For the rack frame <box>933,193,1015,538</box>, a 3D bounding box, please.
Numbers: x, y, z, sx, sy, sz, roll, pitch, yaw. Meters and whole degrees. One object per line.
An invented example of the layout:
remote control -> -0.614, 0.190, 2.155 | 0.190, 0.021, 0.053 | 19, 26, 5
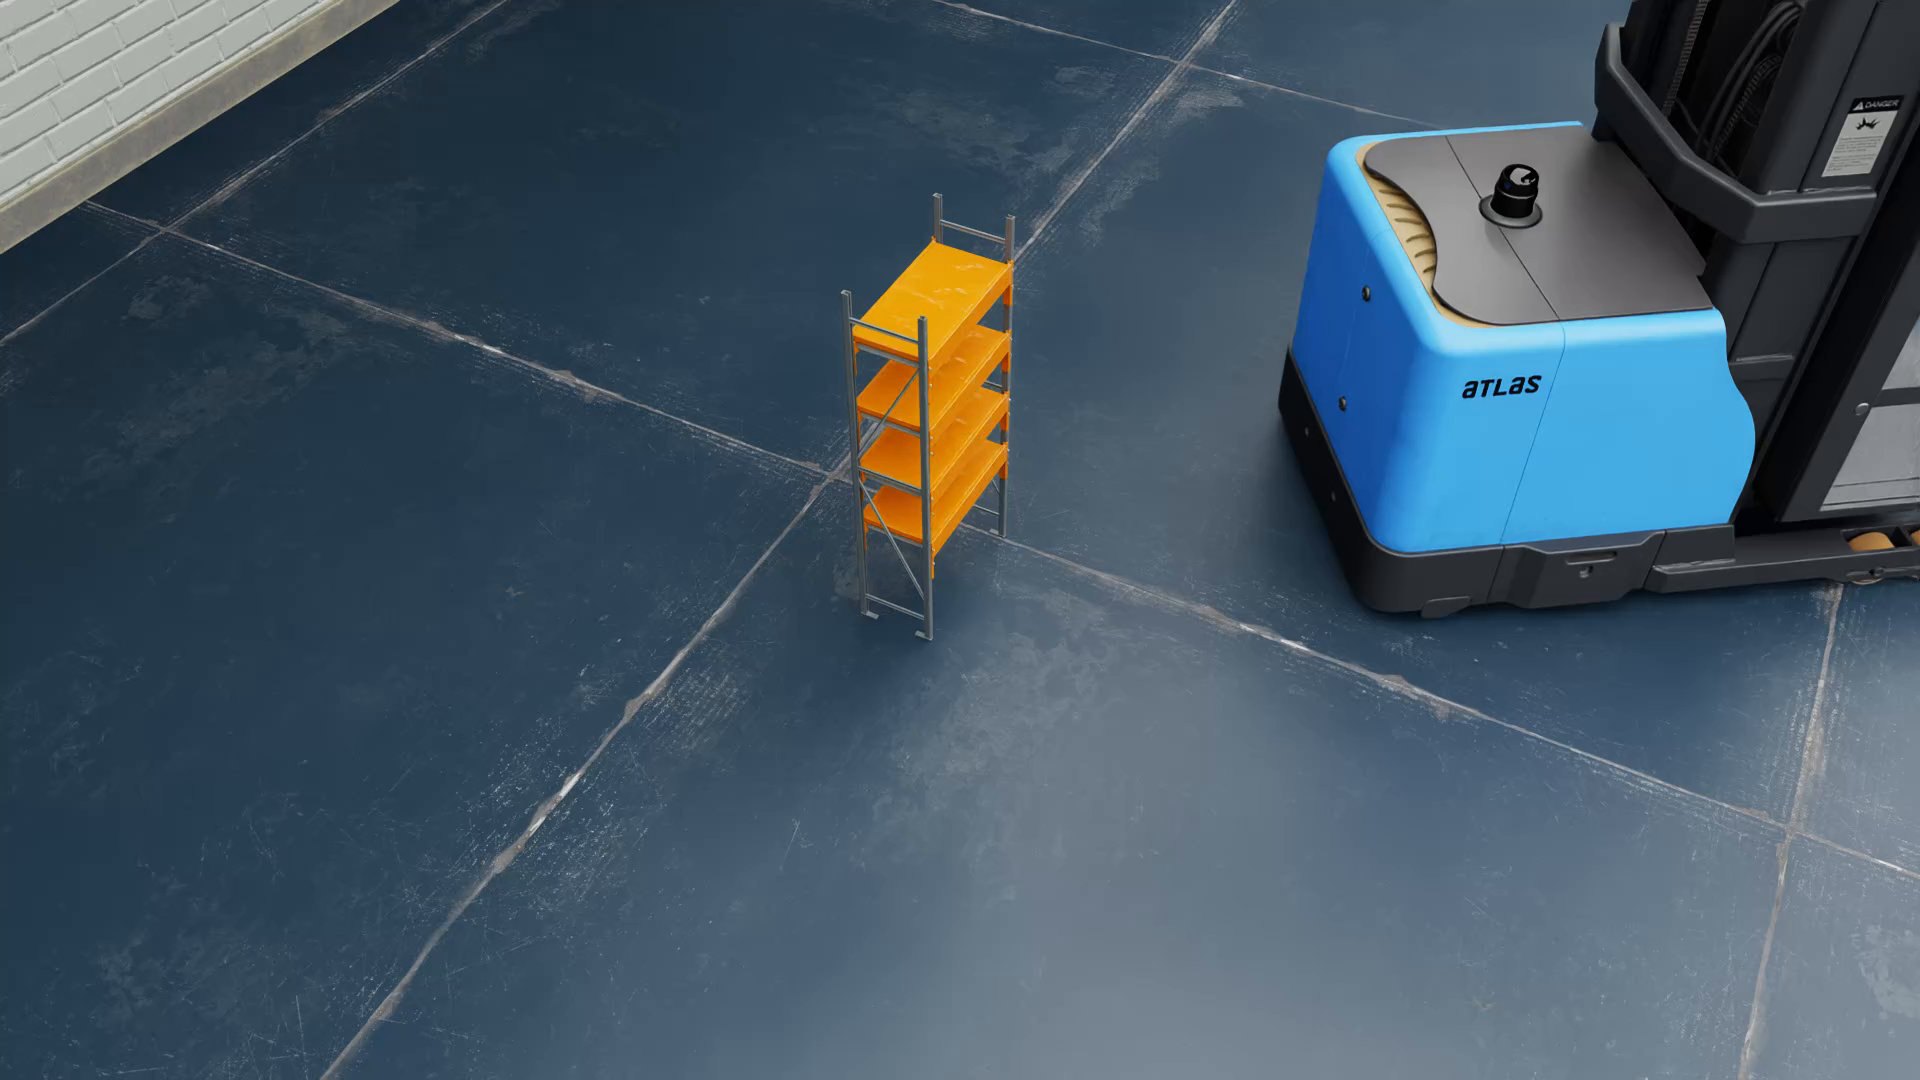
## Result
rack frame -> 0.036, -0.471, 4.872 | 0.240, 1.200, 0.015 | 20, 49, 19

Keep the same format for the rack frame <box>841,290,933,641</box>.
rack frame -> -0.190, -0.164, 4.568 | 0.240, 1.200, 0.015 | 20, 49, 19

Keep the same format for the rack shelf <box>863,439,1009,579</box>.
rack shelf -> -0.077, -0.131, 4.909 | 0.258, 0.148, 0.480 | 20, 49, 19

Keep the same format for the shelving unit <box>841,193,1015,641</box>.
shelving unit -> -0.077, -0.317, 4.720 | 0.258, 1.200, 0.503 | 20, 49, 19

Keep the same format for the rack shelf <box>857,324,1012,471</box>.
rack shelf -> -0.077, -0.427, 4.609 | 0.258, 0.148, 0.480 | 20, 49, 19

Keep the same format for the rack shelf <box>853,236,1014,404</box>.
rack shelf -> -0.077, -0.594, 4.441 | 0.258, 0.148, 0.480 | 20, 49, 19

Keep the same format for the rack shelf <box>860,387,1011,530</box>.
rack shelf -> -0.077, -0.270, 4.768 | 0.258, 0.148, 0.480 | 20, 49, 19

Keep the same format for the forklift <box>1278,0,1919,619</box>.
forklift -> 2.627, -1.263, 4.438 | 3.031, 2.935, 1.130 | -5, 46, -5
